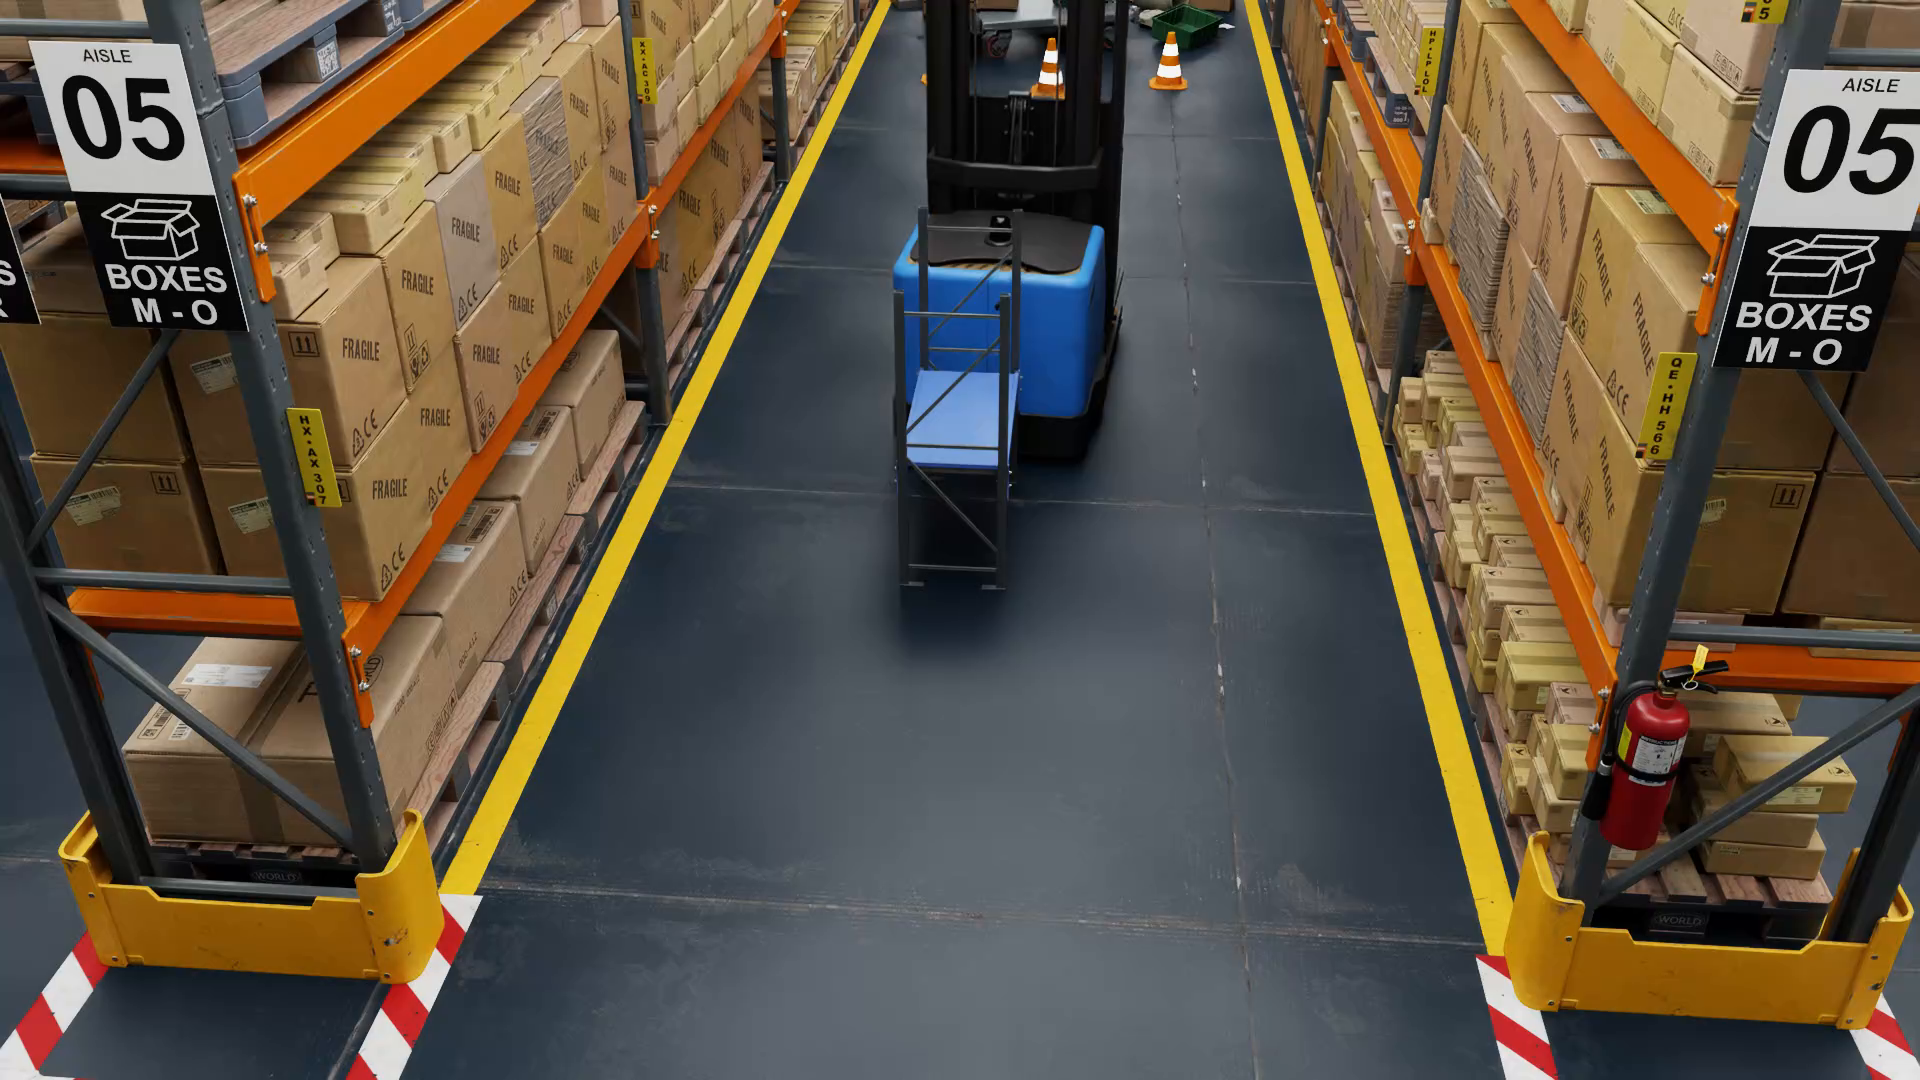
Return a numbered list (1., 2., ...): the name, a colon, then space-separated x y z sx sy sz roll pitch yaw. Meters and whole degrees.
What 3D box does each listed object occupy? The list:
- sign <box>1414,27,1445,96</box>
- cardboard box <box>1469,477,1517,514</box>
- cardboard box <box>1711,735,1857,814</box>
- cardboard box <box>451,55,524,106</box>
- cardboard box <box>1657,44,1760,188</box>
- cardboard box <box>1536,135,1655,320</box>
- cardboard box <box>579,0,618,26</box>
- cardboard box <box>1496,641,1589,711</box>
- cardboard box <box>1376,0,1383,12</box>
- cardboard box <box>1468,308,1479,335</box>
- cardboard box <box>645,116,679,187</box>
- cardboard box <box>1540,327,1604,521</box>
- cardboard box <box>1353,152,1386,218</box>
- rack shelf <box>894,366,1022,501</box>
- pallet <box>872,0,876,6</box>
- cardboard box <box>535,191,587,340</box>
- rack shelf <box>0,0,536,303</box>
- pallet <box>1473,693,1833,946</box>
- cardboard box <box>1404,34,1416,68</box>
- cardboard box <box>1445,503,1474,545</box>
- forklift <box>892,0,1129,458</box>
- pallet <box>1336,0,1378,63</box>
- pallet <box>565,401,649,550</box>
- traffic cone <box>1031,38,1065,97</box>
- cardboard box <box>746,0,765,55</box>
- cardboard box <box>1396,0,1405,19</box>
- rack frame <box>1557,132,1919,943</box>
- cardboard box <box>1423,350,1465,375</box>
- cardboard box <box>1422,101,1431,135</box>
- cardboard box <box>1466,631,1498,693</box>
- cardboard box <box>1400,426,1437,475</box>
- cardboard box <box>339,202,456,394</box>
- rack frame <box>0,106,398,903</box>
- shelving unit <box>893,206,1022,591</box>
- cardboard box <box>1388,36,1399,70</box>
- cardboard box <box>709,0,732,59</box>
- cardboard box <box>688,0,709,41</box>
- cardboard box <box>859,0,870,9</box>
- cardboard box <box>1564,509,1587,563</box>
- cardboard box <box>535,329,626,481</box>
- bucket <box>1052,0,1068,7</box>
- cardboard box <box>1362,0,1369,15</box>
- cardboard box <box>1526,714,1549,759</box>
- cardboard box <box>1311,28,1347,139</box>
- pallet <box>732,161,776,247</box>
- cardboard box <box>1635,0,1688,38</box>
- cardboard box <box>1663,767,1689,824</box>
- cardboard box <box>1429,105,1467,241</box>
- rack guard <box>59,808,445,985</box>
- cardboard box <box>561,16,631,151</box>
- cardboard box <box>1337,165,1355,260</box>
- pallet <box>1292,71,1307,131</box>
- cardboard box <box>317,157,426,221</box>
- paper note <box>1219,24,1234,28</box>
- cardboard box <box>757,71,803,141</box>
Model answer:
1. sign: 2.267 -2.311 8.038 0.100 0.325 0.005 2 32 4
2. cardboard box: 2.493 -0.155 7.392 0.380 0.149 0.250 1 32 2
3. cardboard box: 2.876 0.817 5.815 0.380 0.149 0.250 1 32 2
4. cardboard box: -1.996 -1.859 6.741 0.380 0.149 0.250 2 32 3
5. cardboard box: 2.269 -1.167 4.569 0.500 0.250 0.500 2 32 3
6. cardboard box: 2.359 -1.087 5.823 0.500 0.500 0.500 4 32 6
7. cardboard box: -1.829 -2.525 7.821 0.380 0.149 0.250 2 32 3
8. cardboard box: 2.258 0.519 6.298 0.380 0.149 0.250 2 32 3
9. cardboard box: 2.848 -3.429 10.511 0.380 0.149 0.250 3 32 4
10. cardboard box: 2.442 -1.005 7.261 0.380 0.149 0.250 3 32 5
11. cardboard box: -1.822 -2.110 8.958 0.500 0.250 0.500 2 32 3
12. cardboard box: 2.322 -0.389 5.644 0.500 0.500 0.500 2 32 3
13. cardboard box: 2.714 -2.176 10.189 0.500 0.250 0.500 1 32 2
14. rack shelf: 0.007 -0.530 8.023 0.538 0.185 1.000 2 32 4
15. pallet: -1.353 -5.944 17.693 1.003 0.211 1.213 2 32 4
16. cardboard box: -1.967 -1.212 7.261 0.500 0.500 0.500 2 32 3
17. rack shelf: -2.284 -1.880 6.268 1.077 0.370 4.000 2 32 4
18. pallet: 2.603 1.019 6.395 1.003 0.211 1.213 2 32 4
19. cardboard box: 2.740 -2.758 9.422 0.380 0.149 0.250 1 32 1
20. cardboard box: 2.403 -0.034 7.480 0.380 0.149 0.250 2 32 4
21. forklift: 0.401 -2.444 9.421 1.130 2.935 3.031 5 32 8
22. pallet: 3.195 -3.429 11.138 1.213 0.211 1.003 2 32 4
23. pallet: -2.261 -0.374 8.655 1.003 0.211 1.213 2 32 4
24. traffic cone: 0.798 -4.156 14.552 0.336 0.463 0.334 2 32 4
25. cardboard box: -1.604 -3.440 11.115 0.500 0.250 0.500 3 32 5
26. cardboard box: 2.786 -3.162 9.794 0.380 0.149 0.250 2 32 3
27. rack frame: 2.495 0.295 4.912 1.000 3.000 0.127 2 32 4
28. cardboard box: 2.586 -0.844 8.510 0.380 0.149 0.250 4 32 6
29. cardboard box: 2.676 -2.220 8.833 0.380 0.149 0.250 3 32 4
30. cardboard box: 2.323 0.507 6.886 0.380 0.149 0.250 1 32 2
31. cardboard box: 2.449 -0.446 8.431 0.380 0.149 0.250 3 32 5
32. cardboard box: -2.089 -0.841 5.707 0.500 0.500 0.500 2 32 3
33. rack frame: -2.447 0.136 5.170 1.000 3.000 0.127 2 32 4
34. shelving unit: 0.007 -0.683 7.929 0.538 1.500 1.048 2 32 4
35. cardboard box: 2.780 -2.905 9.944 0.380 0.149 0.250 1 32 2
36. cardboard box: -1.683 -3.123 10.125 0.500 0.250 0.500 2 32 2
37. cardboard box: -1.741 -3.171 9.487 0.500 0.500 0.500 2 32 3
38. cardboard box: -1.152 -5.444 16.445 0.500 0.250 0.500 1 32 2
39. cardboard box: 2.303 -0.041 5.697 0.380 0.149 0.250 2 32 4
40. cardboard box: -2.279 -0.719 8.600 0.875 0.438 0.875 2 32 3
41. bucket: 1.185 -5.403 15.829 0.726 0.611 0.620 14 44 21
42. cardboard box: 2.887 -3.594 11.063 0.380 0.149 0.250 4 32 6
43. cardboard box: 2.329 0.781 6.158 0.380 0.149 0.250 2 32 3
44. cardboard box: 3.286 -3.424 12.691 1.050 0.750 0.750 2 32 3
45. pallet: -1.935 -2.451 12.025 1.003 0.211 1.213 2 32 4
46. cardboard box: 2.319 -1.650 4.876 0.500 0.250 0.500 2 32 3
47. cardboard box: 2.797 0.929 6.200 0.380 0.149 0.250 2 32 4
48. cardboard box: 2.529 -1.718 7.799 0.500 0.500 0.500 2 32 3
49. rack guard: -2.449 1.213 5.805 1.175 0.500 0.348 2 32 4
50. cardboard box: -1.884 -2.165 7.855 0.500 0.500 0.500 2 32 4
51. cardboard box: 2.760 -2.112 10.801 0.500 0.500 0.500 2 32 3
52. pallet: 3.388 -3.746 14.128 1.003 0.211 1.213 2 32 4
53. cardboard box: -2.053 -1.191 5.657 0.380 0.149 0.250 1 32 2
54. paper note: 2.624 -5.106 16.506 0.147 0.020 0.142 -20 37 -29
55. cardboard box: -1.739 -3.402 13.015 0.950 0.372 0.625 0 32 1
